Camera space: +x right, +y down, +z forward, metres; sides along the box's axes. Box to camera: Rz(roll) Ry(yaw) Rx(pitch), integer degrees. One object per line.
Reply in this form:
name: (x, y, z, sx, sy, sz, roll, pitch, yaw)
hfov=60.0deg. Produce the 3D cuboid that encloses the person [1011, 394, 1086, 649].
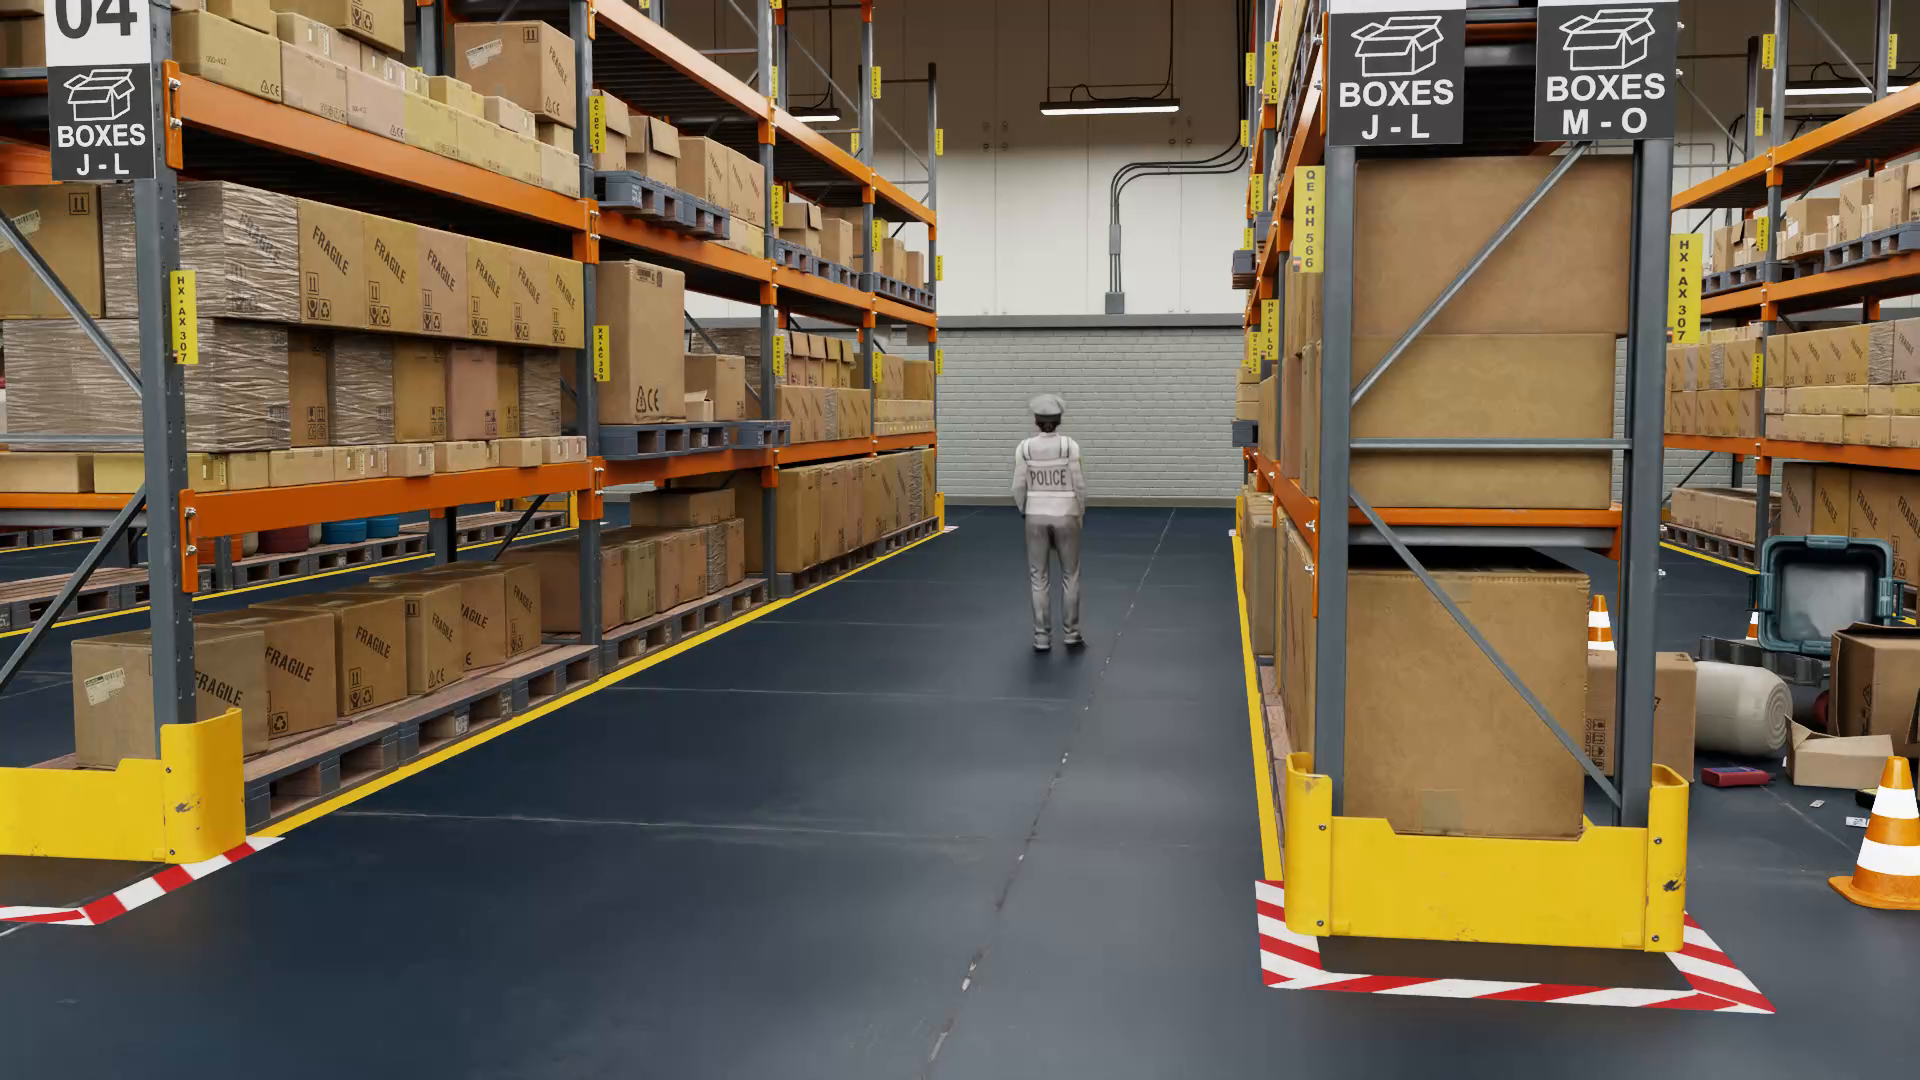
person: (0.601, -0.131, 11.179, 0.500, 1.695, 0.544, 1, 5, 8)
